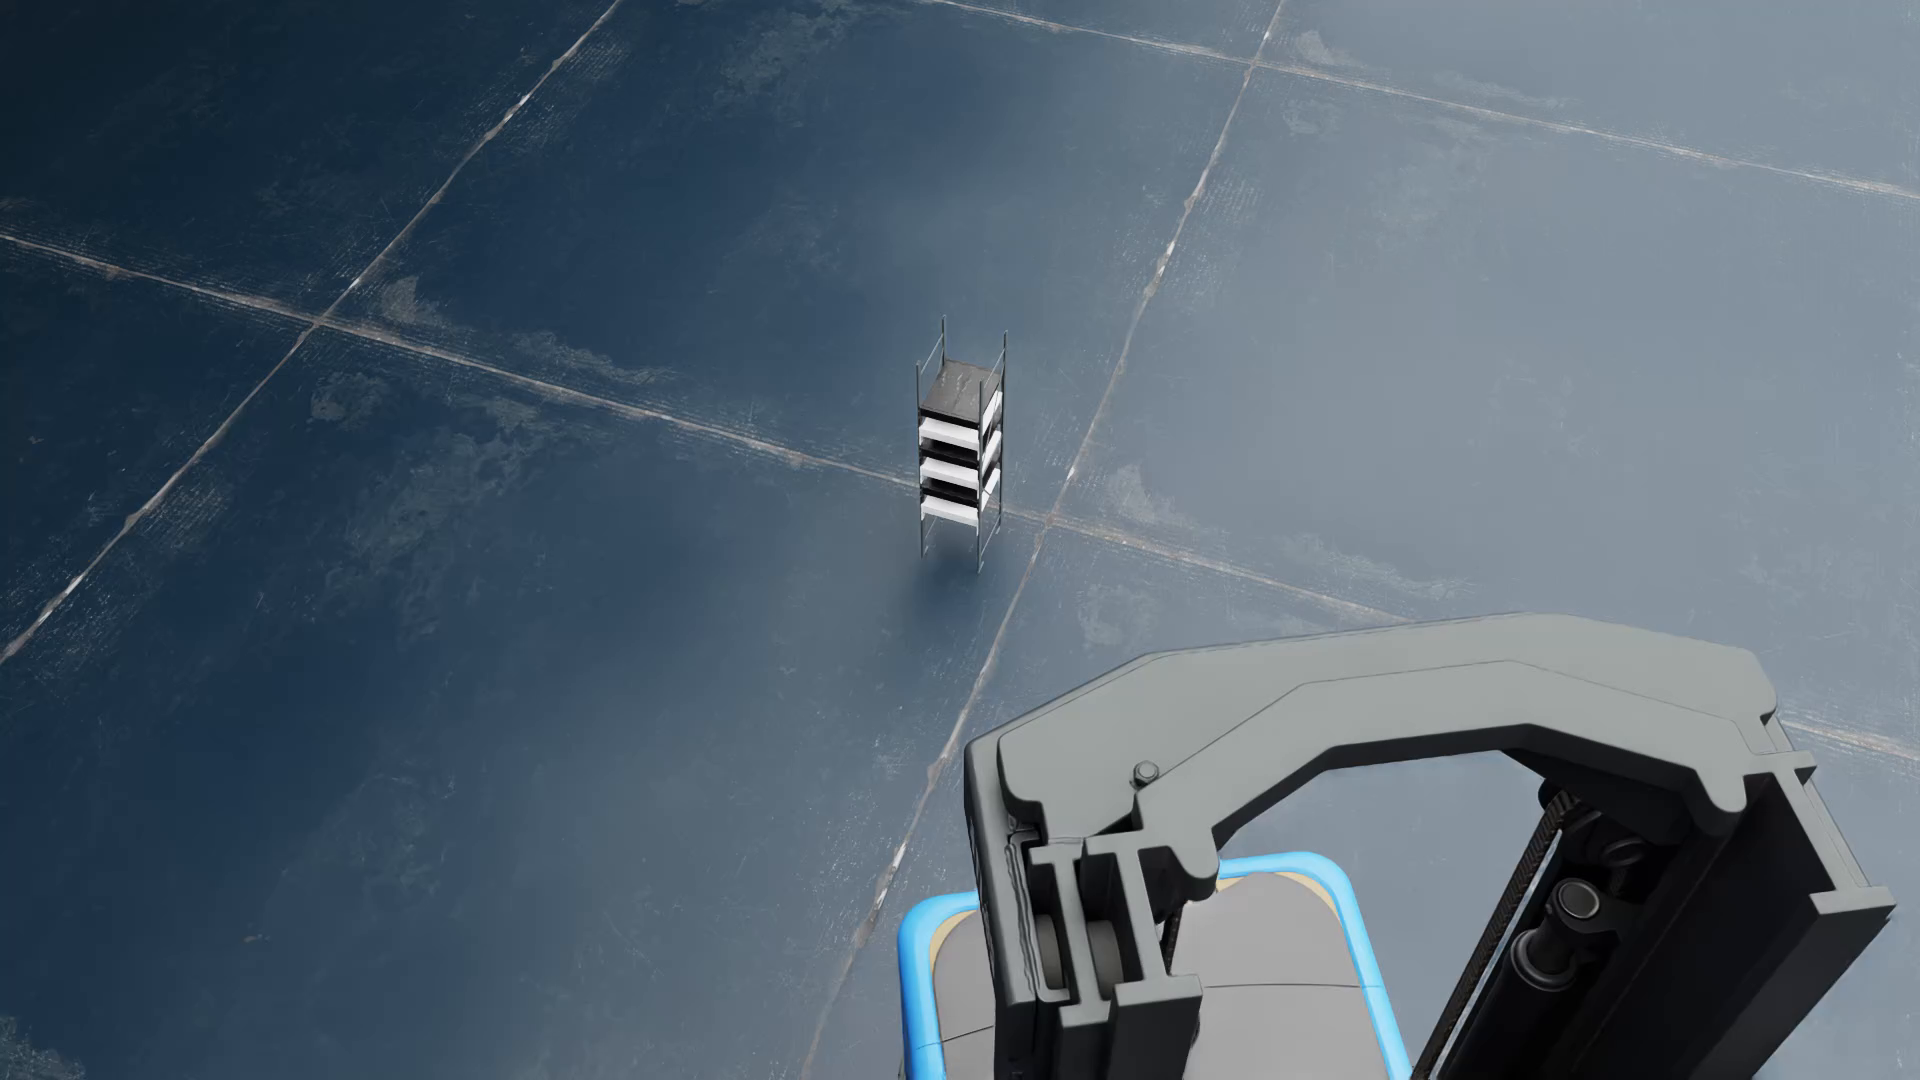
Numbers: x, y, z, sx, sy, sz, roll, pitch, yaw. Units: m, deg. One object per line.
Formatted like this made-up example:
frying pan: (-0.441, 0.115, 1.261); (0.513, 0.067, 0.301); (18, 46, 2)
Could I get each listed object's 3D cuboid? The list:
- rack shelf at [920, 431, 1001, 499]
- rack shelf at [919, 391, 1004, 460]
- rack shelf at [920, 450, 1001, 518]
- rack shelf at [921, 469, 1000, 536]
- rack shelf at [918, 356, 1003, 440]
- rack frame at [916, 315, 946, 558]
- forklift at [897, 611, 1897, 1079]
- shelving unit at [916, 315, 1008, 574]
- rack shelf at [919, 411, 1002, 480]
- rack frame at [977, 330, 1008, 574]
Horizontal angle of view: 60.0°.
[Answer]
rack shelf: (0.008, -0.271, 5.433); (0.200, 0.077, 0.258); (16, 51, 13)
rack shelf: (0.008, -0.389, 5.297); (0.200, 0.077, 0.258); (16, 51, 13)
rack shelf: (0.008, -0.212, 5.501); (0.200, 0.077, 0.258); (16, 51, 13)
rack shelf: (0.008, -0.153, 5.569); (0.200, 0.077, 0.258); (16, 51, 13)
rack shelf: (0.008, -0.448, 5.229); (0.200, 0.077, 0.258); (16, 51, 13)
rack frame: (-0.088, -0.319, 5.431); (0.006, 0.900, 0.240); (16, 51, 13)
forklift: (0.560, 1.591, 2.431); (1.130, 2.935, 3.031); (-6, 49, -5)
shelving unit: (0.008, -0.293, 5.408); (0.210, 0.900, 0.258); (16, 51, 13)
rack shelf: (0.008, -0.330, 5.365); (0.200, 0.077, 0.258); (16, 51, 13)
rack frame: (0.103, -0.266, 5.385); (0.006, 0.900, 0.240); (16, 51, 13)
